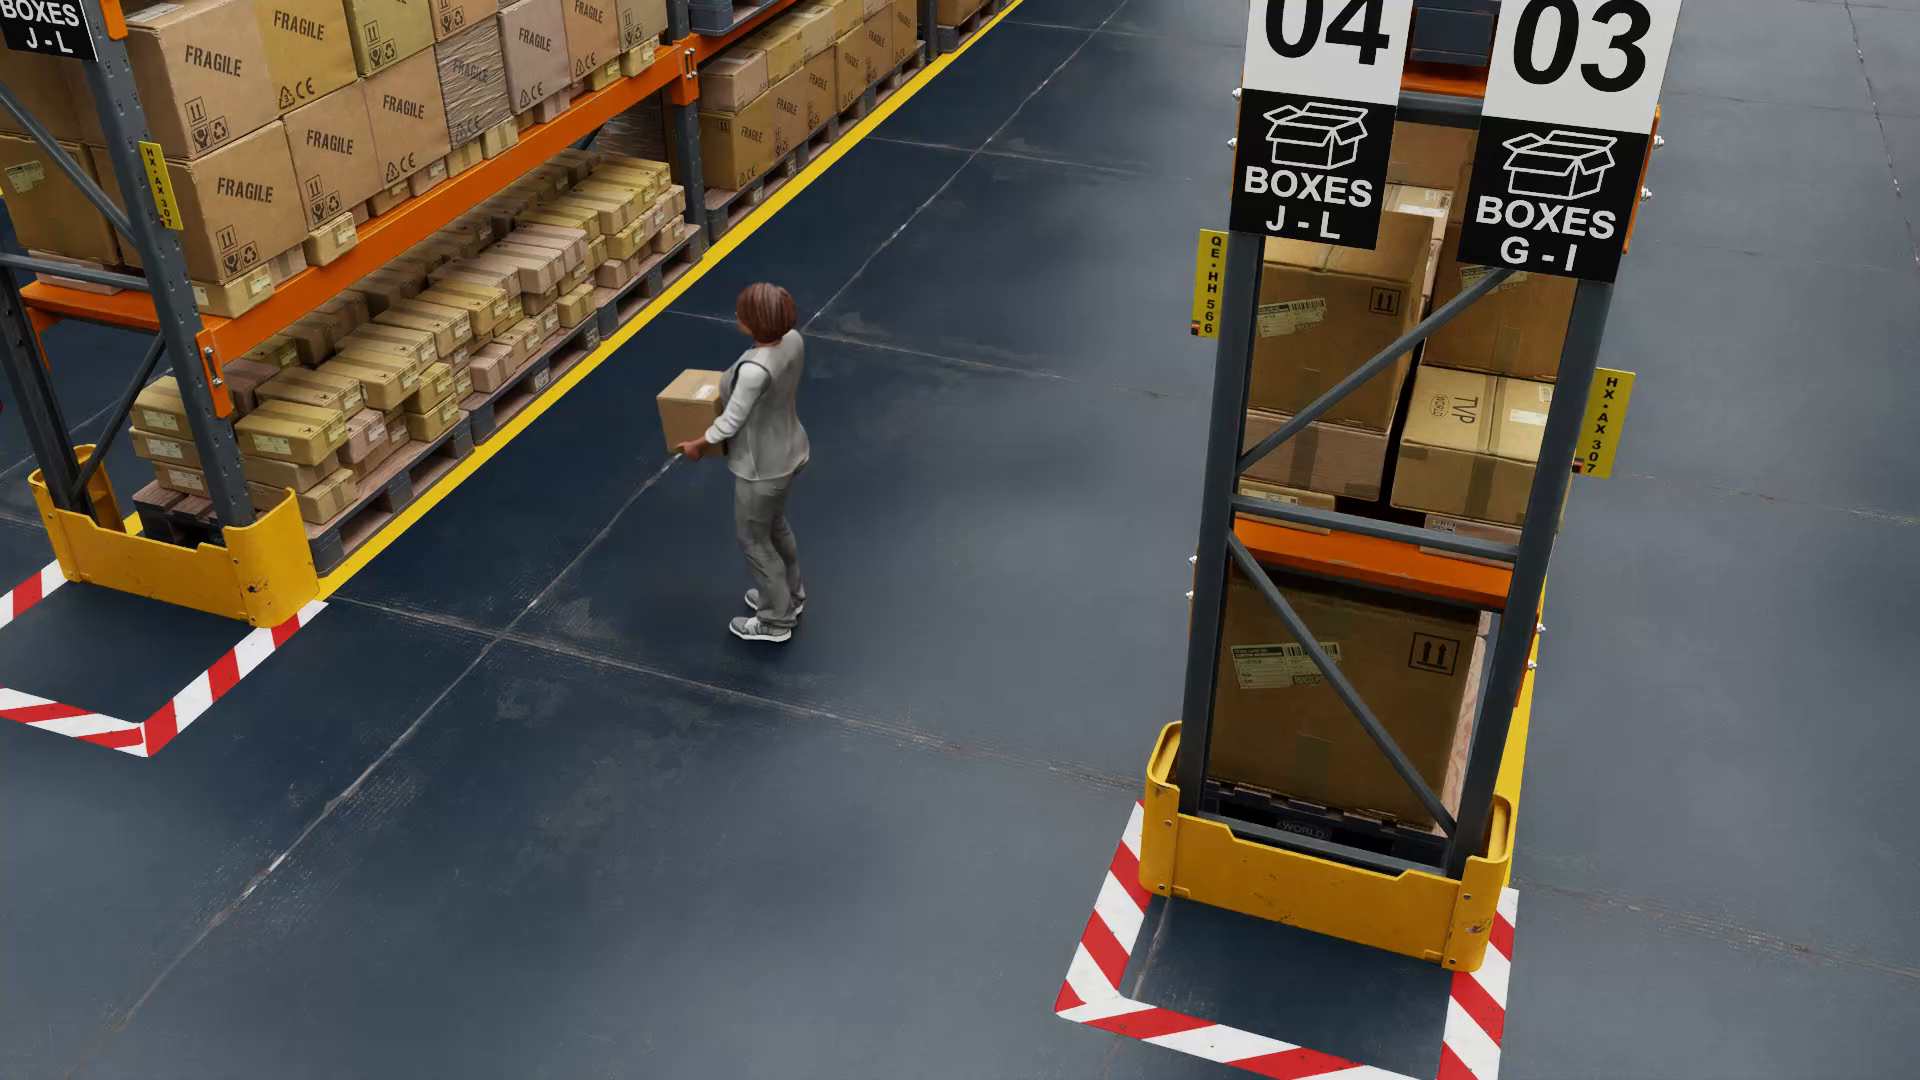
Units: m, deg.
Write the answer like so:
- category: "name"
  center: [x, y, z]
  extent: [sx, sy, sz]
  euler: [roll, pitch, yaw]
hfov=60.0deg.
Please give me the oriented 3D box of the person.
- category: "person"
  center: [-0.796, -0.207, 6.684]
  extent: [0.356, 1.345, 0.408]
  euler: [11, 35, 16]
